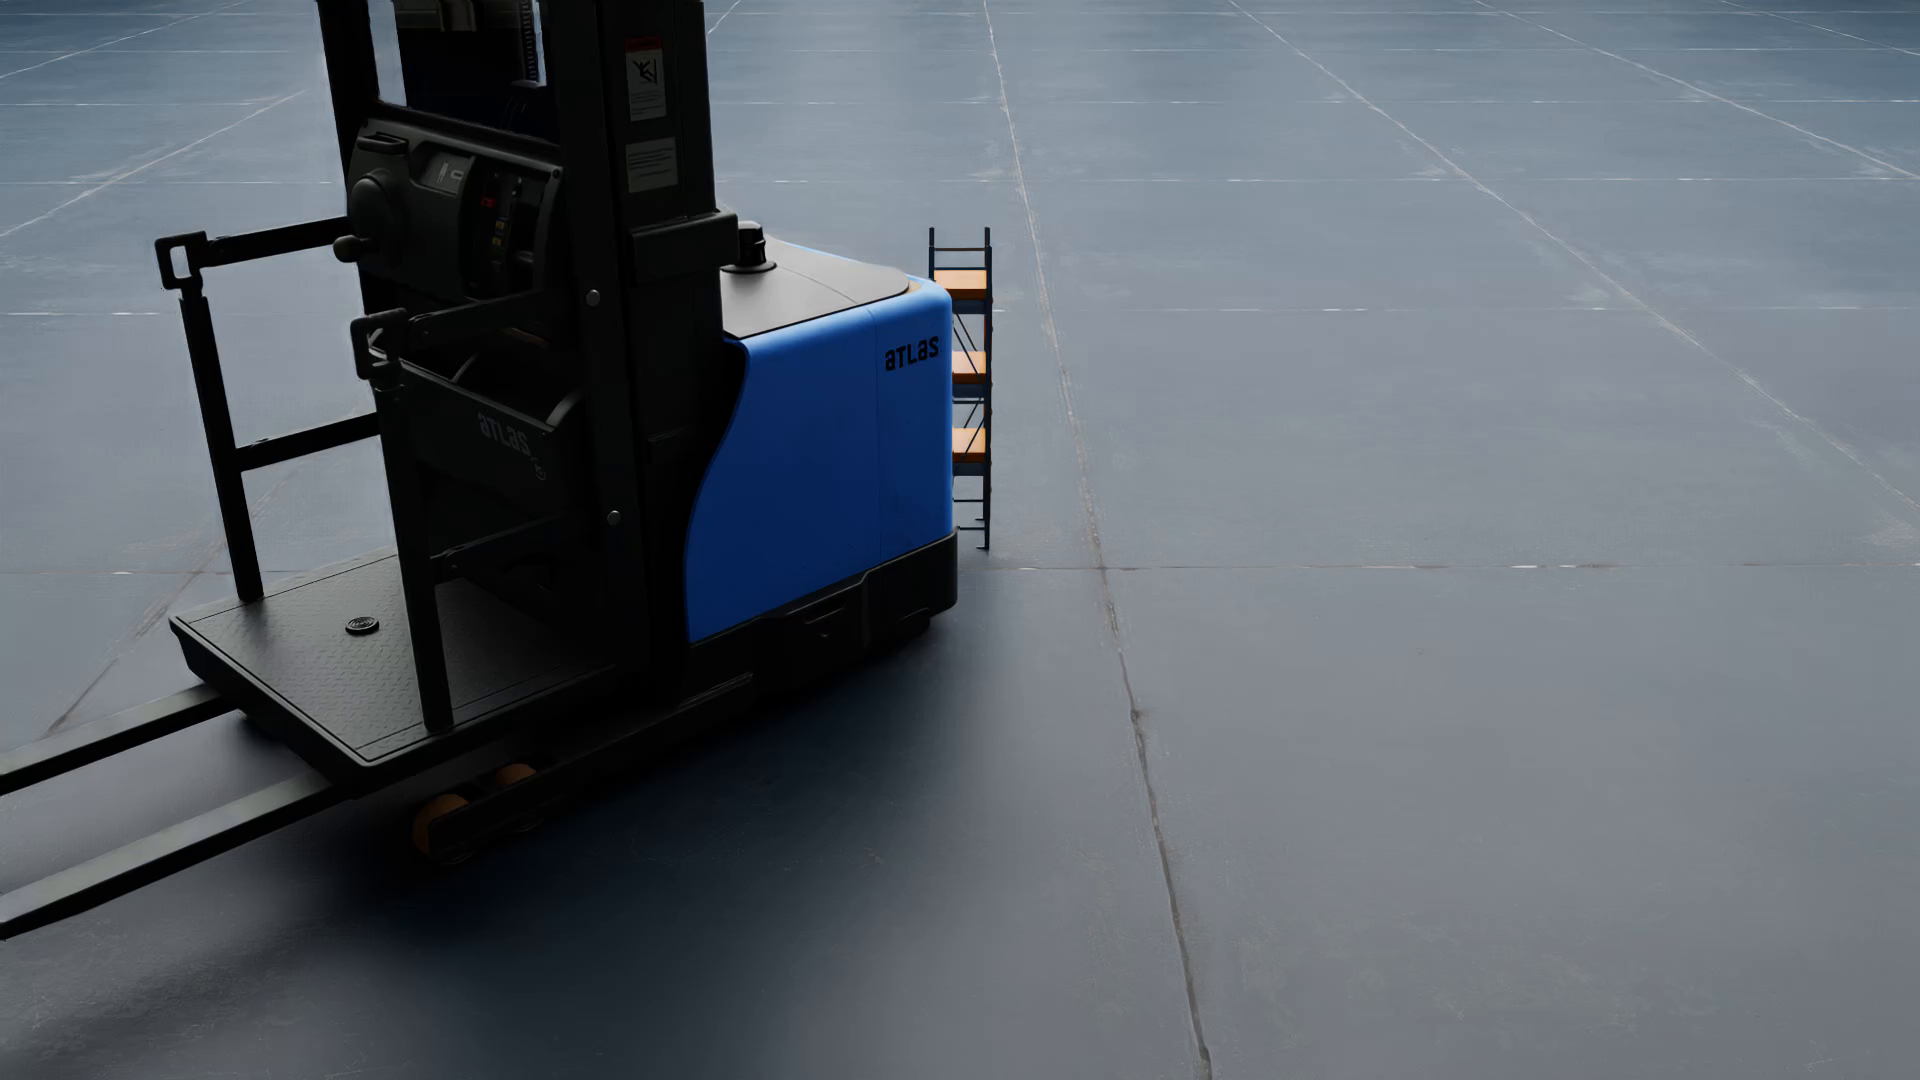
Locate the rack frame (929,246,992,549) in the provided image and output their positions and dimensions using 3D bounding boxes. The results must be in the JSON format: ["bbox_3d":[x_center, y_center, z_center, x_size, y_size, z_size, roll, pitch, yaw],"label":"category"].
[{"bbox_3d":[0.001,-0.450,5.471,0.200,1.050,0.008,0,24,-1],"label":"rack frame"}]

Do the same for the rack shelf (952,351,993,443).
[{"bbox_3d":[-0.001,-0.491,5.587,0.215,0.259,0.240,0,24,-1],"label":"rack shelf"}]

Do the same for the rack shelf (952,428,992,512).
[{"bbox_3d":[-0.001,-0.238,5.701,0.215,0.259,0.240,0,24,-1],"label":"rack shelf"}]

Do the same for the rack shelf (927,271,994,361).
[{"bbox_3d":[-0.001,-0.749,5.470,0.215,0.259,0.240,0,24,-1],"label":"rack shelf"}]

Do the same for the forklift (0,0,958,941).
[{"bbox_3d":[-1.394,-0.790,3.940,1.130,2.935,3.031,22,32,39],"label":"forklift"}]

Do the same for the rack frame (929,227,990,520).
[{"bbox_3d":[-0.002,-0.551,5.694,0.200,1.050,0.008,0,24,-1],"label":"rack frame"}]

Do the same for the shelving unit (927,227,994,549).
[{"bbox_3d":[-0.001,-0.500,5.582,0.215,1.050,0.252,0,24,-1],"label":"shelving unit"}]
